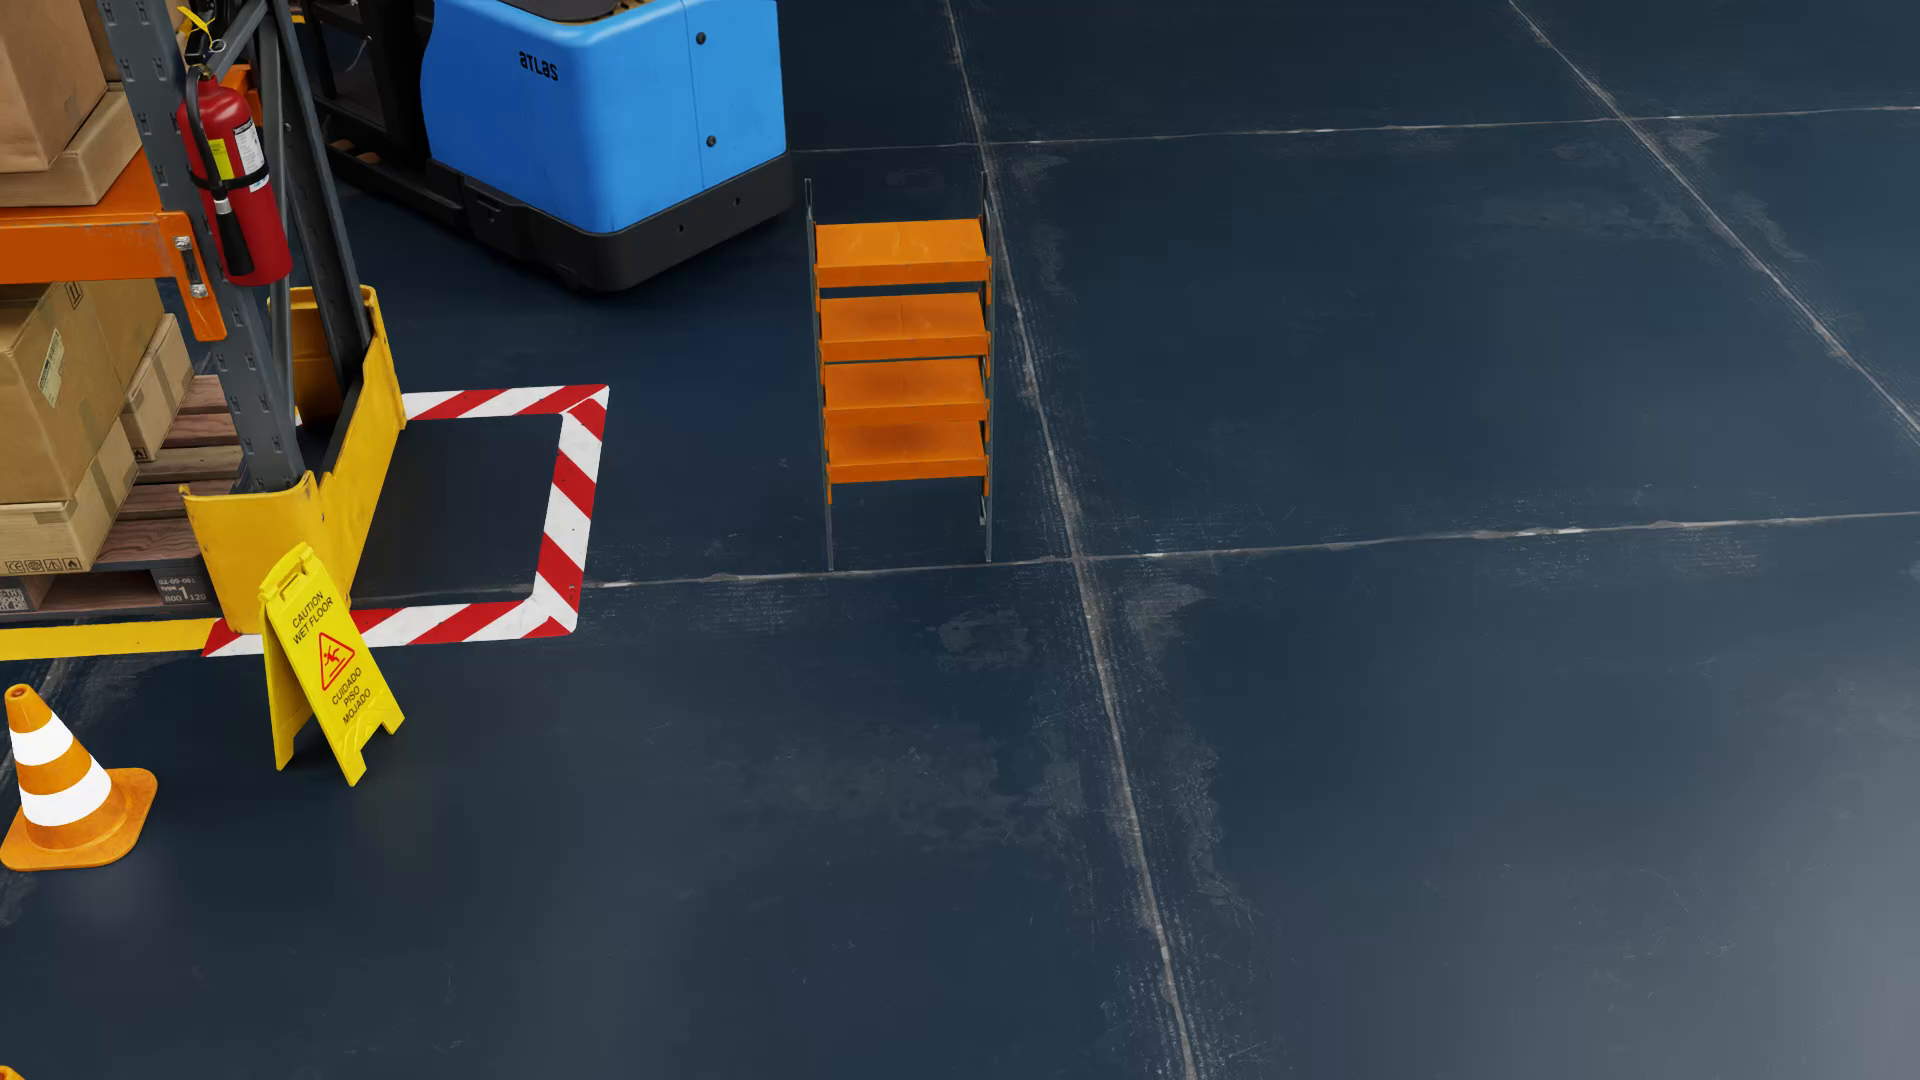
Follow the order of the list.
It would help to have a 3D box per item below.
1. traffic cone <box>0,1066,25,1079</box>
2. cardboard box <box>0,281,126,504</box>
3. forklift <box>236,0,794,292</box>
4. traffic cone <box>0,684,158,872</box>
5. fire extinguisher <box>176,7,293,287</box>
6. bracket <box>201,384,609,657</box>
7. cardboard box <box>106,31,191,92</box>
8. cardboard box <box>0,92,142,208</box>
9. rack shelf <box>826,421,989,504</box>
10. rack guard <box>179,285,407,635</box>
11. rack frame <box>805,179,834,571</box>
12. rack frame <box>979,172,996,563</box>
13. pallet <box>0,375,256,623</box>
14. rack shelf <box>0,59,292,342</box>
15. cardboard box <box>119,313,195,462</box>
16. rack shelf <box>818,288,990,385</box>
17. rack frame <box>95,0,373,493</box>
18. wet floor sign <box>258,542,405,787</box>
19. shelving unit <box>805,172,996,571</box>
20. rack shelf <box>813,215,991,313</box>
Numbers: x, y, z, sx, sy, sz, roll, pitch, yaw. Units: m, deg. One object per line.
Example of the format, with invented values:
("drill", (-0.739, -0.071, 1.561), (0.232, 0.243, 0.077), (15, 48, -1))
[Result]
("traffic cone", (-1.849, 1.213, 3.339), (0.334, 0.463, 0.336), (-3, 38, -4))
("cardboard box", (-2.747, -0.444, 4.666), (0.500, 0.500, 0.500), (-3, 38, -4))
("forklift", (-2.140, -2.866, 6.516), (3.031, 2.935, 1.130), (28, 46, 31))
("traffic cone", (-2.286, 0.547, 4.184), (0.334, 0.463, 0.336), (-3, 38, -4))
("fire extinguisher", (-1.818, -0.960, 4.108), (0.183, 0.674, 0.296), (-3, 38, -4))
("bracket", (-1.724, -0.110, 5.390), (1.079, 0.001, 1.378), (-3, 38, -4))
("cardboard box", (-2.329, -1.279, 4.652), (0.250, 0.149, 0.380), (-3, 38, -4))
("cardboard box", (-2.326, -1.018, 4.321), (0.250, 0.149, 0.380), (-2, 38, -2))
("rack shelf", (-0.165, -0.253, 5.032), (0.480, 0.148, 0.258), (-3, 38, -4))
("rack guard", (-2.048, -0.283, 5.205), (0.348, 0.500, 1.175), (-3, 38, -4))
("rack frame", (-0.408, -0.449, 4.850), (0.015, 1.200, 0.240), (-3, 38, -4))
("rack frame", (0.078, -0.475, 4.884), (0.015, 1.200, 0.240), (-3, 38, -4))
("pallet", (-2.860, -0.147, 5.266), (1.213, 0.211, 1.003), (-3, 38, -4))
("rack shelf", (-3.964, -0.877, 4.520), (4.000, 0.370, 1.077), (-3, 38, -4))
("cardboard box", (-2.800, -0.481, 5.318), (0.500, 0.250, 0.500), (-3, 38, -4))
("rack shelf", (-0.165, -0.585, 4.770), (0.480, 0.148, 0.258), (-3, 38, -4))
("rack frame", (-1.972, -1.269, 4.436), (0.127, 3.000, 1.000), (-3, 38, -4))
("wet floor sign", (-1.688, 0.305, 4.342), (0.232, 0.644, 0.267), (9, 39, 12))
("shelving unit", (-0.165, -0.462, 4.867), (0.503, 1.200, 0.258), (-3, 38, -4))
("rack shelf", (-0.165, -0.770, 4.623), (0.480, 0.148, 0.258), (-3, 38, -4))
